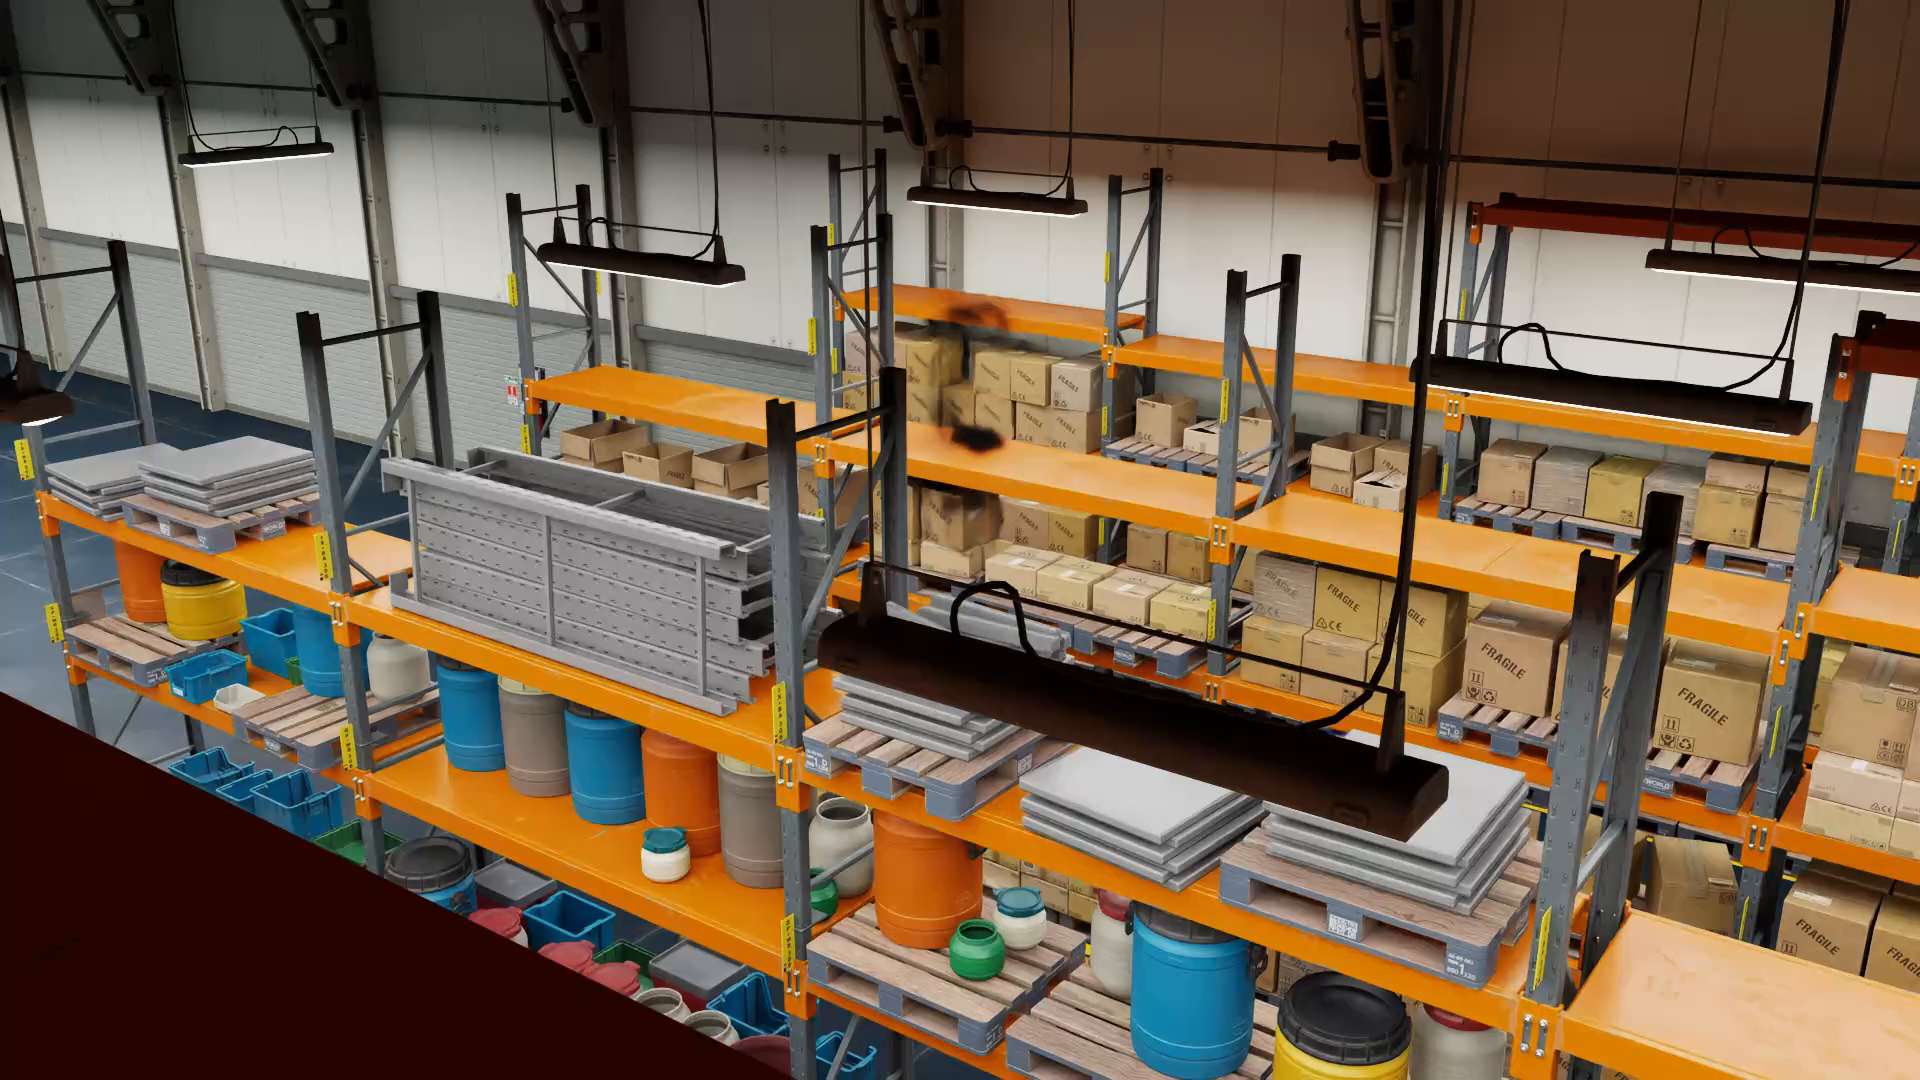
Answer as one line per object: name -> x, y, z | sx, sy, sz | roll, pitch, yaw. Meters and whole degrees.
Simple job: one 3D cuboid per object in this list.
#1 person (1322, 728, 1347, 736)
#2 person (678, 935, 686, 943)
person -> 3.440, 2.350, 15.566 | 0.765, 1.694, 0.581 | 15, 24, 39
person -> -2.057, 3.050, 13.433 | 0.554, 1.660, 0.616 | 15, 23, 37
